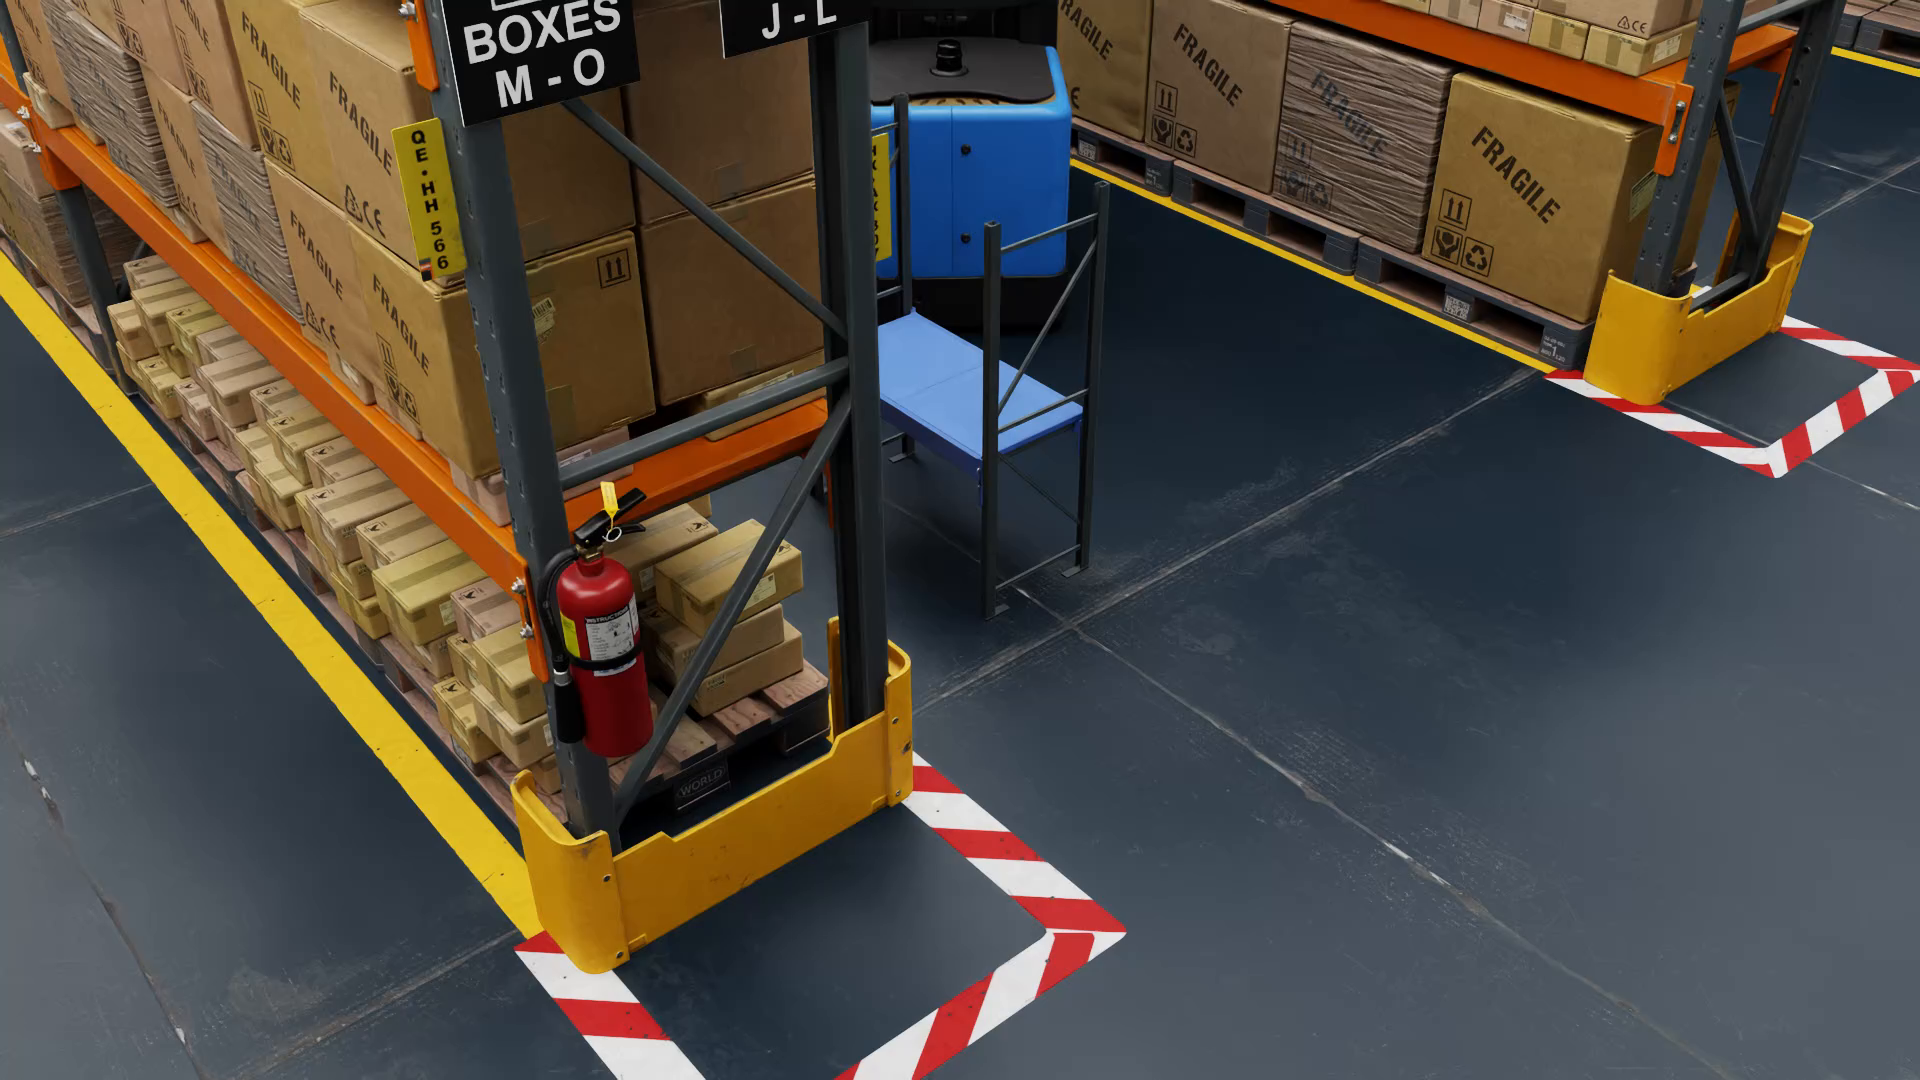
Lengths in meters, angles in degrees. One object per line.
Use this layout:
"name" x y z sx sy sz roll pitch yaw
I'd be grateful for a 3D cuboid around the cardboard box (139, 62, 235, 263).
"cardboard box" -2.090 -1.214 5.025 0.500 0.500 0.500 -24 42 -30

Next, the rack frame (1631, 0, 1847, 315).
"rack frame" 3.228 -2.081 6.594 1.000 3.000 0.127 -26 43 -32

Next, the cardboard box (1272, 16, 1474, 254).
"cardboard box" 2.167 -2.040 8.010 0.875 0.875 0.875 -26 43 -32

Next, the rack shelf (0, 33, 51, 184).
"rack shelf" -4.498 -2.632 7.993 1.077 0.370 4.000 -26 43 -32

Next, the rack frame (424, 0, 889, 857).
"rack frame" -0.626 -0.276 4.044 1.000 3.000 0.127 -26 43 -32

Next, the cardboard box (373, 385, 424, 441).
"cardboard box" -1.358 -0.441 4.495 0.380 0.149 0.250 -26 43 -32

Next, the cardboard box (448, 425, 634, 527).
"cardboard box" -1.052 -0.212 4.171 0.380 0.149 0.250 -26 43 -32

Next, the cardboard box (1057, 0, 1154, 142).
"cardboard box" 1.012 -2.830 9.126 0.875 0.875 0.875 -26 43 -32

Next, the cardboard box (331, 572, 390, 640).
"cardboard box" -1.855 0.143 5.555 0.380 0.149 0.250 -28 44 -34

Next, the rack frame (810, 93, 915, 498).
"rack frame" -0.383 -0.874 6.187 0.500 1.500 0.032 -26 43 -32

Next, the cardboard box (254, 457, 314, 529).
"cardboard box" -2.216 -0.216 5.805 0.380 0.149 0.250 -26 43 -31

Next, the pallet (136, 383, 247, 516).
"pallet" -2.747 -0.621 6.944 1.003 0.211 1.213 -26 43 -32

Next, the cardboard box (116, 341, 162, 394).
"cardboard box" -3.218 -0.769 6.844 0.380 0.149 0.250 -28 44 -34

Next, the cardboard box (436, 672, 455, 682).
"cardboard box" -1.473 0.337 5.282 0.380 0.149 0.250 -26 43 -32

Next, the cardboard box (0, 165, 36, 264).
"cardboard box" -4.208 -1.653 7.788 0.500 0.500 0.500 -27 43 -33

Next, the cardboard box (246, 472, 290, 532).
"cardboard box" -2.350 -0.212 6.057 0.380 0.149 0.250 -27 44 -33

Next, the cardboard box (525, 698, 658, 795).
"cardboard box" -1.125 0.561 4.965 0.380 0.149 0.250 -25 42 -31

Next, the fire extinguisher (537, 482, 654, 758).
"fire extinguisher" -0.816 0.191 3.775 0.296 0.674 0.183 -26 43 -32

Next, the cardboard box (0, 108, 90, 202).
"cardboard box" -3.881 -1.734 7.254 0.500 0.250 0.500 -27 44 -33

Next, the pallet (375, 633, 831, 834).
"pallet" -1.172 0.456 5.423 1.003 0.211 1.213 -26 43 -32

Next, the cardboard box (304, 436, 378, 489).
"cardboard box" -1.964 -0.259 5.609 0.380 0.149 0.250 -28 44 -33

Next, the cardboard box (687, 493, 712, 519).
"cardboard box" -1.039 -0.121 5.414 0.380 0.149 0.250 -26 43 -32

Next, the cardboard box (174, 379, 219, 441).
"cardboard box" -2.846 -0.562 6.551 0.380 0.149 0.250 -26 43 -32

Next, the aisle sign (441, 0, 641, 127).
"aisle sign" -0.808 -1.193 3.090 0.394 0.787 0.004 -26 43 -32

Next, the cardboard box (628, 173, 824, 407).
"cardboard box" -0.705 -0.740 4.355 0.500 0.500 0.500 -24 42 -30

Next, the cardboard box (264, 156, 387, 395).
"cardboard box" -1.441 -0.770 4.398 0.500 0.500 0.500 -27 43 -32

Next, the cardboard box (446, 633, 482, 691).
"cardboard box" -1.312 0.333 5.031 0.380 0.149 0.250 -27 43 -33

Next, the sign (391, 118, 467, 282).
"sign" -1.063 -0.679 3.339 0.100 0.325 0.005 -26 43 -32

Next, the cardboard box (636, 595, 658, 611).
"cardboard box" -0.902 0.126 5.323 0.380 0.149 0.250 -26 43 -32

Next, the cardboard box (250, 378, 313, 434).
"cardboard box" -2.284 -0.488 5.932 0.380 0.149 0.250 -28 44 -34

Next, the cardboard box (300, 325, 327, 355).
"cardboard box" -1.688 -0.672 4.821 0.380 0.149 0.250 -28 44 -34

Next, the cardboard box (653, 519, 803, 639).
"cardboard box" -0.705 0.115 5.081 0.380 0.149 0.250 -28 44 -34

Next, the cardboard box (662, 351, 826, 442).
"cardboard box" -0.585 -0.439 4.492 0.380 0.149 0.250 -26 43 -32

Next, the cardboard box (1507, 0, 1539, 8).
"cardboard box" 2.386 -2.481 7.030 0.500 0.250 0.500 -27 43 -33

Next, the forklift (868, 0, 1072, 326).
"forklift" -0.087 -2.973 7.912 1.130 2.935 3.031 -1 35 -2

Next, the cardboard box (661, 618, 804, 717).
"cardboard box" -0.720 0.365 5.242 0.380 0.149 0.250 -25 42 -31

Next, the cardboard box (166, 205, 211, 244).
"cardboard box" -2.388 -1.129 5.466 0.380 0.149 0.250 -24 42 -30

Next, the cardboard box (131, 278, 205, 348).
"cardboard box" -3.011 -0.920 6.542 0.380 0.149 0.250 -24 42 -30

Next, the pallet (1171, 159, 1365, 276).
"pallet" 1.869 -1.806 8.617 1.003 0.211 1.213 -26 43 -32

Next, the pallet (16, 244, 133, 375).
"pallet" -3.711 -1.247 7.829 1.003 0.211 1.213 -26 43 -32

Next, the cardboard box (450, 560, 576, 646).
"cardboard box" -1.280 0.202 4.959 0.380 0.149 0.250 -25 42 -31

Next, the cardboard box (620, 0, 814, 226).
"cardboard box" -0.713 -1.144 4.060 0.500 0.500 0.500 -26 43 -32

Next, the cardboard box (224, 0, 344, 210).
"cardboard box" -1.438 -1.179 4.111 0.500 0.500 0.500 -28 44 -33

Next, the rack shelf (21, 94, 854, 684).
"rack shelf" -1.917 -0.866 5.499 1.077 0.370 4.000 -26 43 -32

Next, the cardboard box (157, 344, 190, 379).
"cardboard box" -2.986 -0.814 6.650 0.380 0.149 0.250 -26 43 -31

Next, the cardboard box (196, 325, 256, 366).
"cardboard box" -2.624 -0.720 6.260 0.380 0.149 0.250 -27 43 -33

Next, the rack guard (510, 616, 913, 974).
"rack guard" -0.675 0.710 4.814 1.175 0.500 0.348 -26 43 -32

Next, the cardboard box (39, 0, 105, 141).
"cardboard box" -2.756 -1.676 5.677 0.500 0.500 0.500 -26 43 -32

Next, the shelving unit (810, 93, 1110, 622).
"shelving unit" -0.055 -0.650 5.870 0.538 1.500 1.048 -26 43 -32

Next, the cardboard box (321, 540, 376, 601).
"cardboard box" -1.865 0.015 5.479 0.380 0.149 0.250 -25 42 -31

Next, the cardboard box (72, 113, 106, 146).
"cardboard box" -3.051 -1.606 6.140 0.380 0.149 0.250 -25 42 -31

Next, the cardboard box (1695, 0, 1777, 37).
"cardboard box" 3.251 -2.259 7.061 0.380 0.149 0.250 -25 43 -31

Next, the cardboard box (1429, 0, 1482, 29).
"cardboard box" 2.255 -2.350 7.190 0.380 0.149 0.250 -25 42 -31

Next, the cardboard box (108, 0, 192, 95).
"cardboard box" -2.125 -1.638 4.758 0.500 0.500 0.500 -28 44 -33

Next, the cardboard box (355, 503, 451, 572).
"cardboard box" -1.662 -0.003 5.248 0.380 0.149 0.250 -28 44 -33

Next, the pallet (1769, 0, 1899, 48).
"pallet" 5.726 -3.708 11.303 1.003 0.211 1.213 -26 43 -32

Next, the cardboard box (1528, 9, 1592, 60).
"cardboard box" 2.578 -2.127 6.876 0.380 0.149 0.250 -26 43 -31

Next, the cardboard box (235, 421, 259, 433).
"cardboard box" -2.470 -0.469 6.163 0.380 0.149 0.250 -24 42 -30
